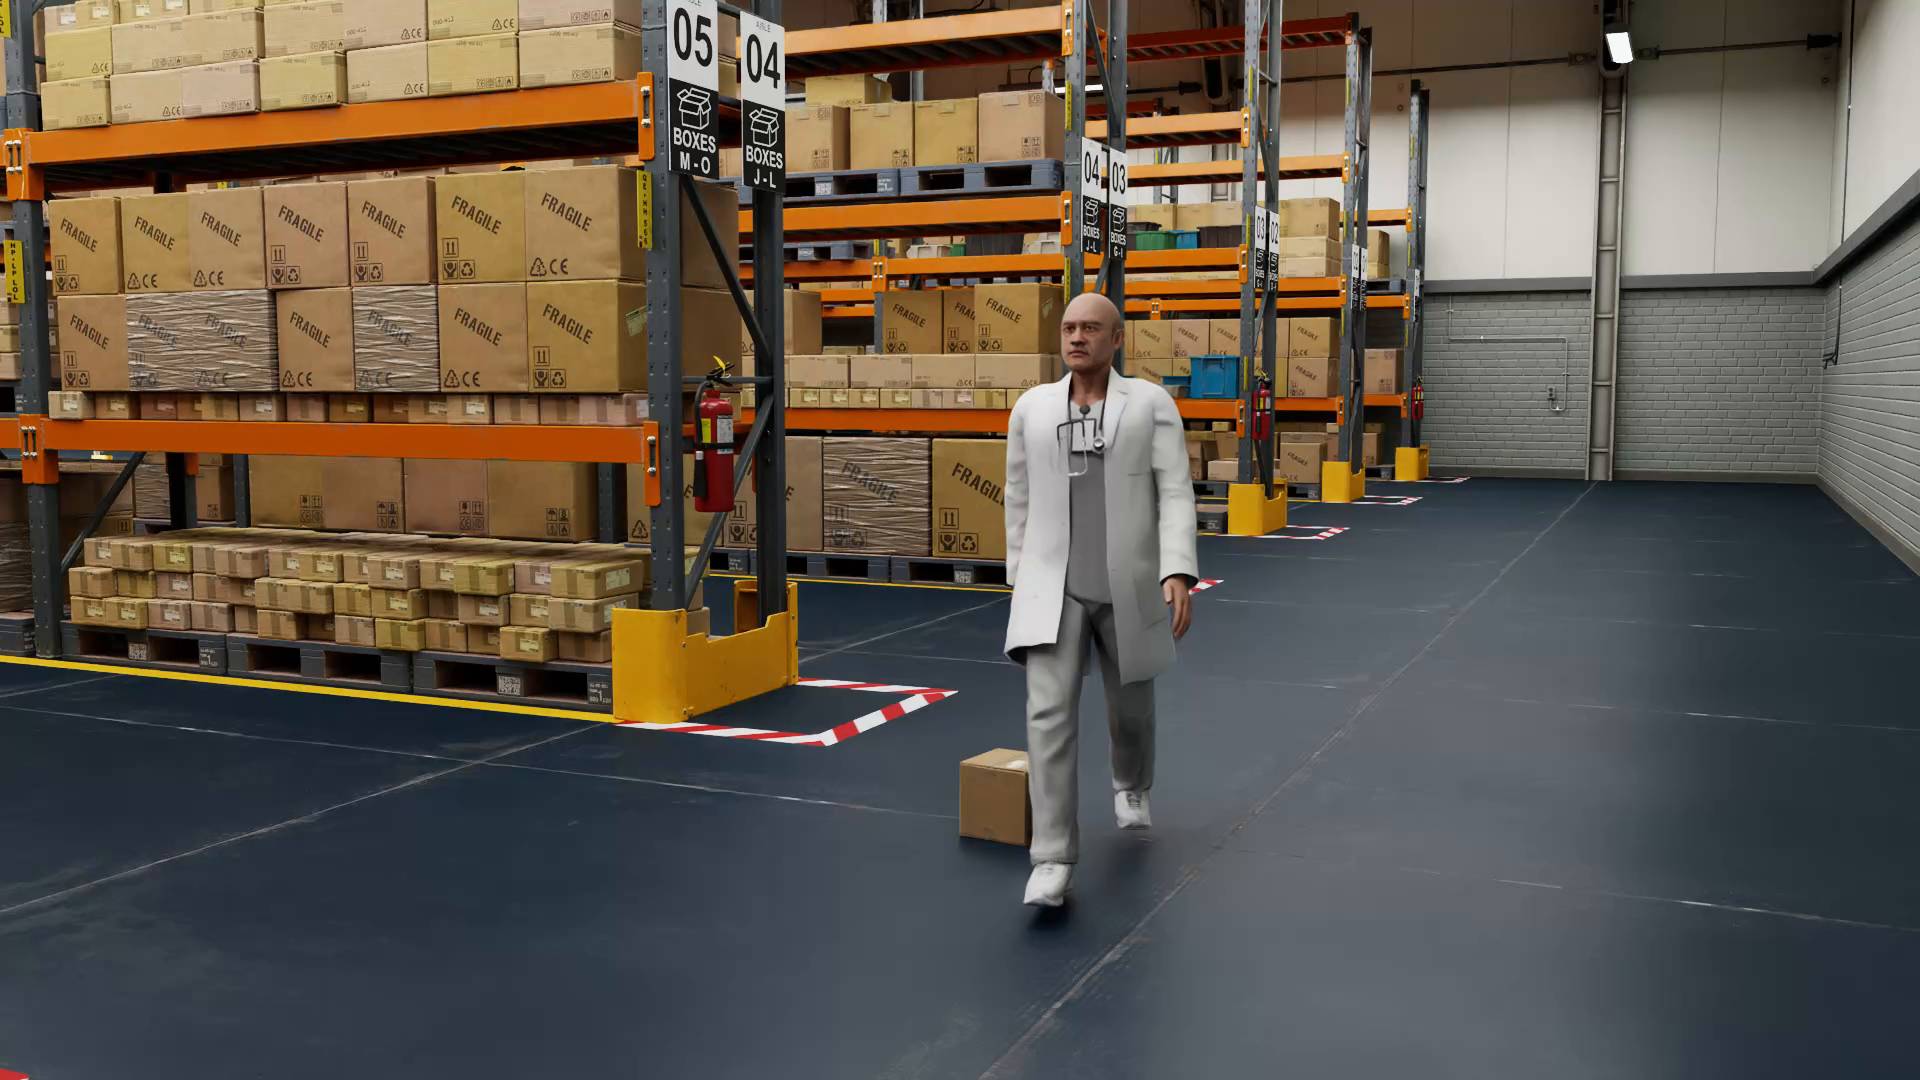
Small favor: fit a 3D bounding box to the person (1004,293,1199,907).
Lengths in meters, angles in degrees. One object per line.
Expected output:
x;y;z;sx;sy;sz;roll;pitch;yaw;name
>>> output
0.416;0.134;4.988;0.598;1.733;1.101;1;6;9;person
